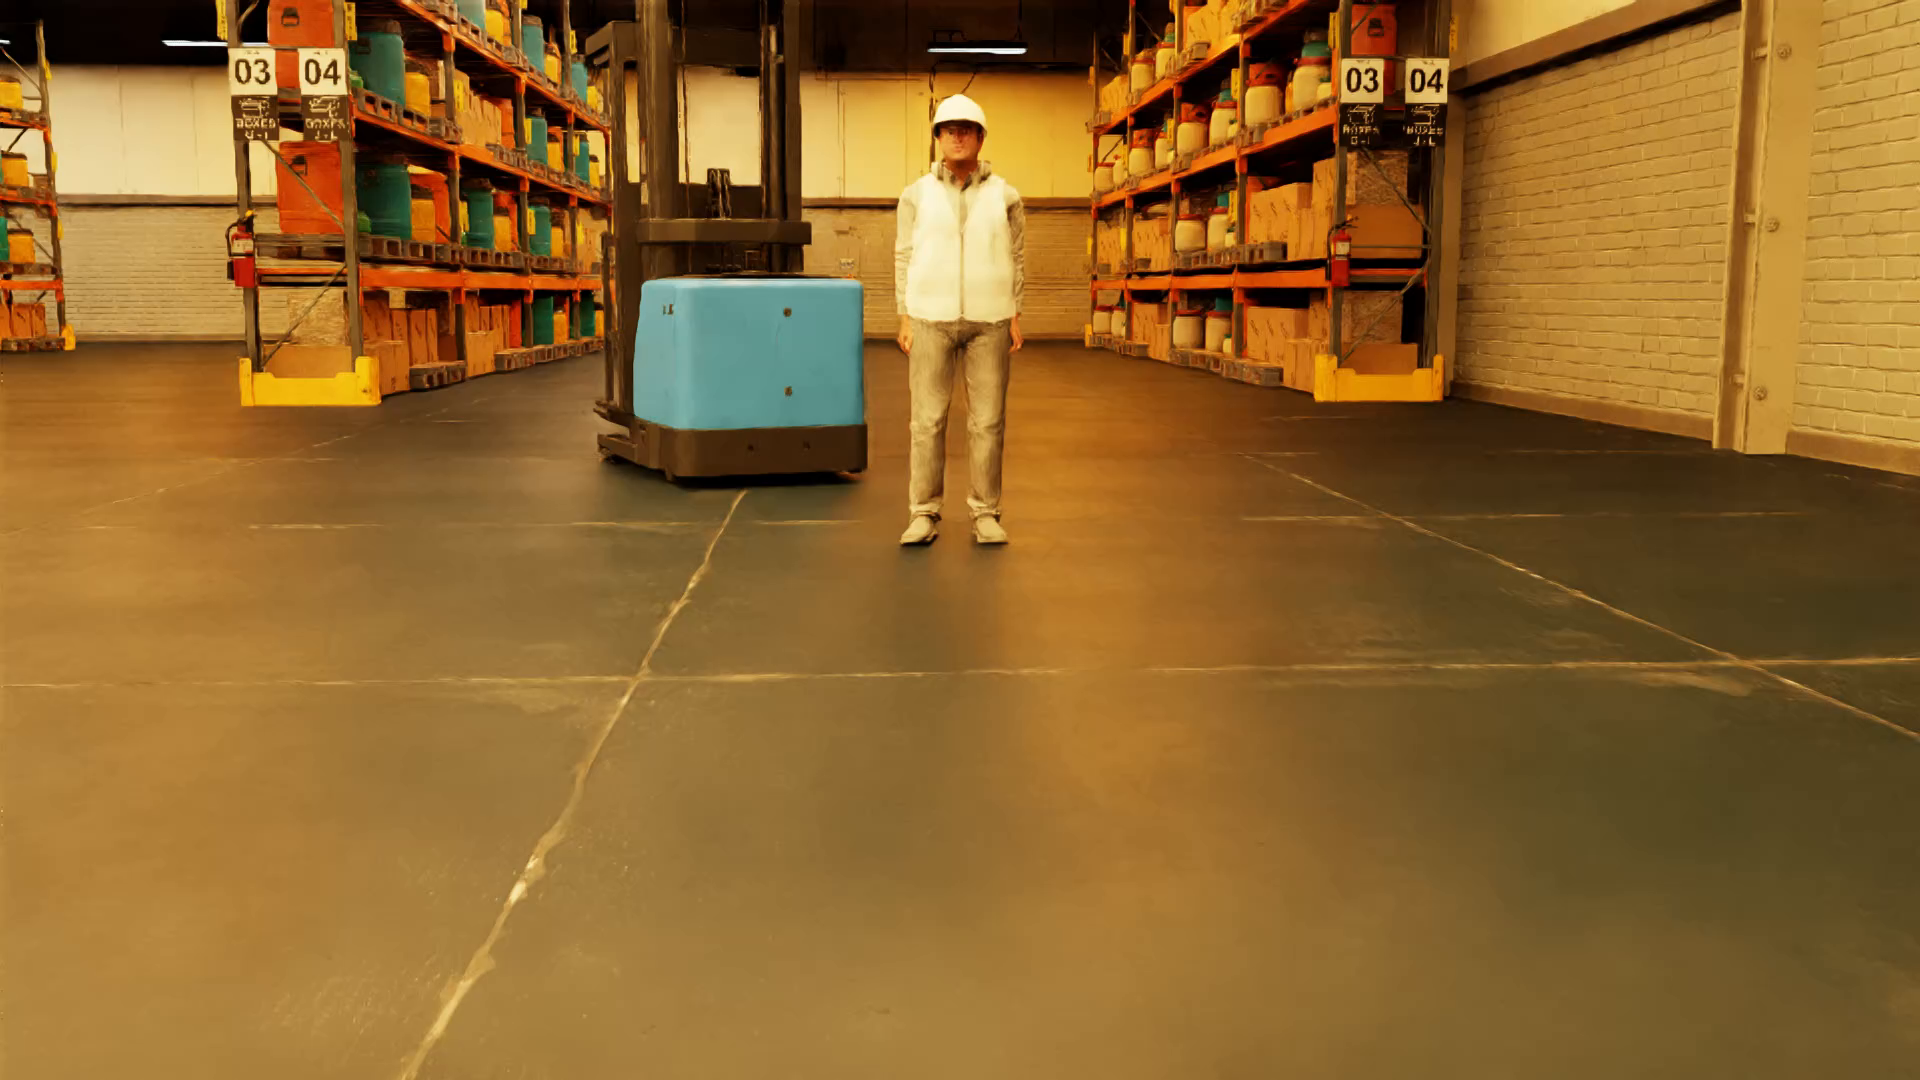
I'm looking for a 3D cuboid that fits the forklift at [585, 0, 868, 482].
[{"bbox_3d":[-1.554,-1.931,9.839,1.130,2.935,3.031,-4,9,-24],"label":"forklift"}]

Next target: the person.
[{"bbox_3d":[0.003,-0.876,6.672,0.529,1.776,0.356,-1,8,-4],"label":"person"}]
